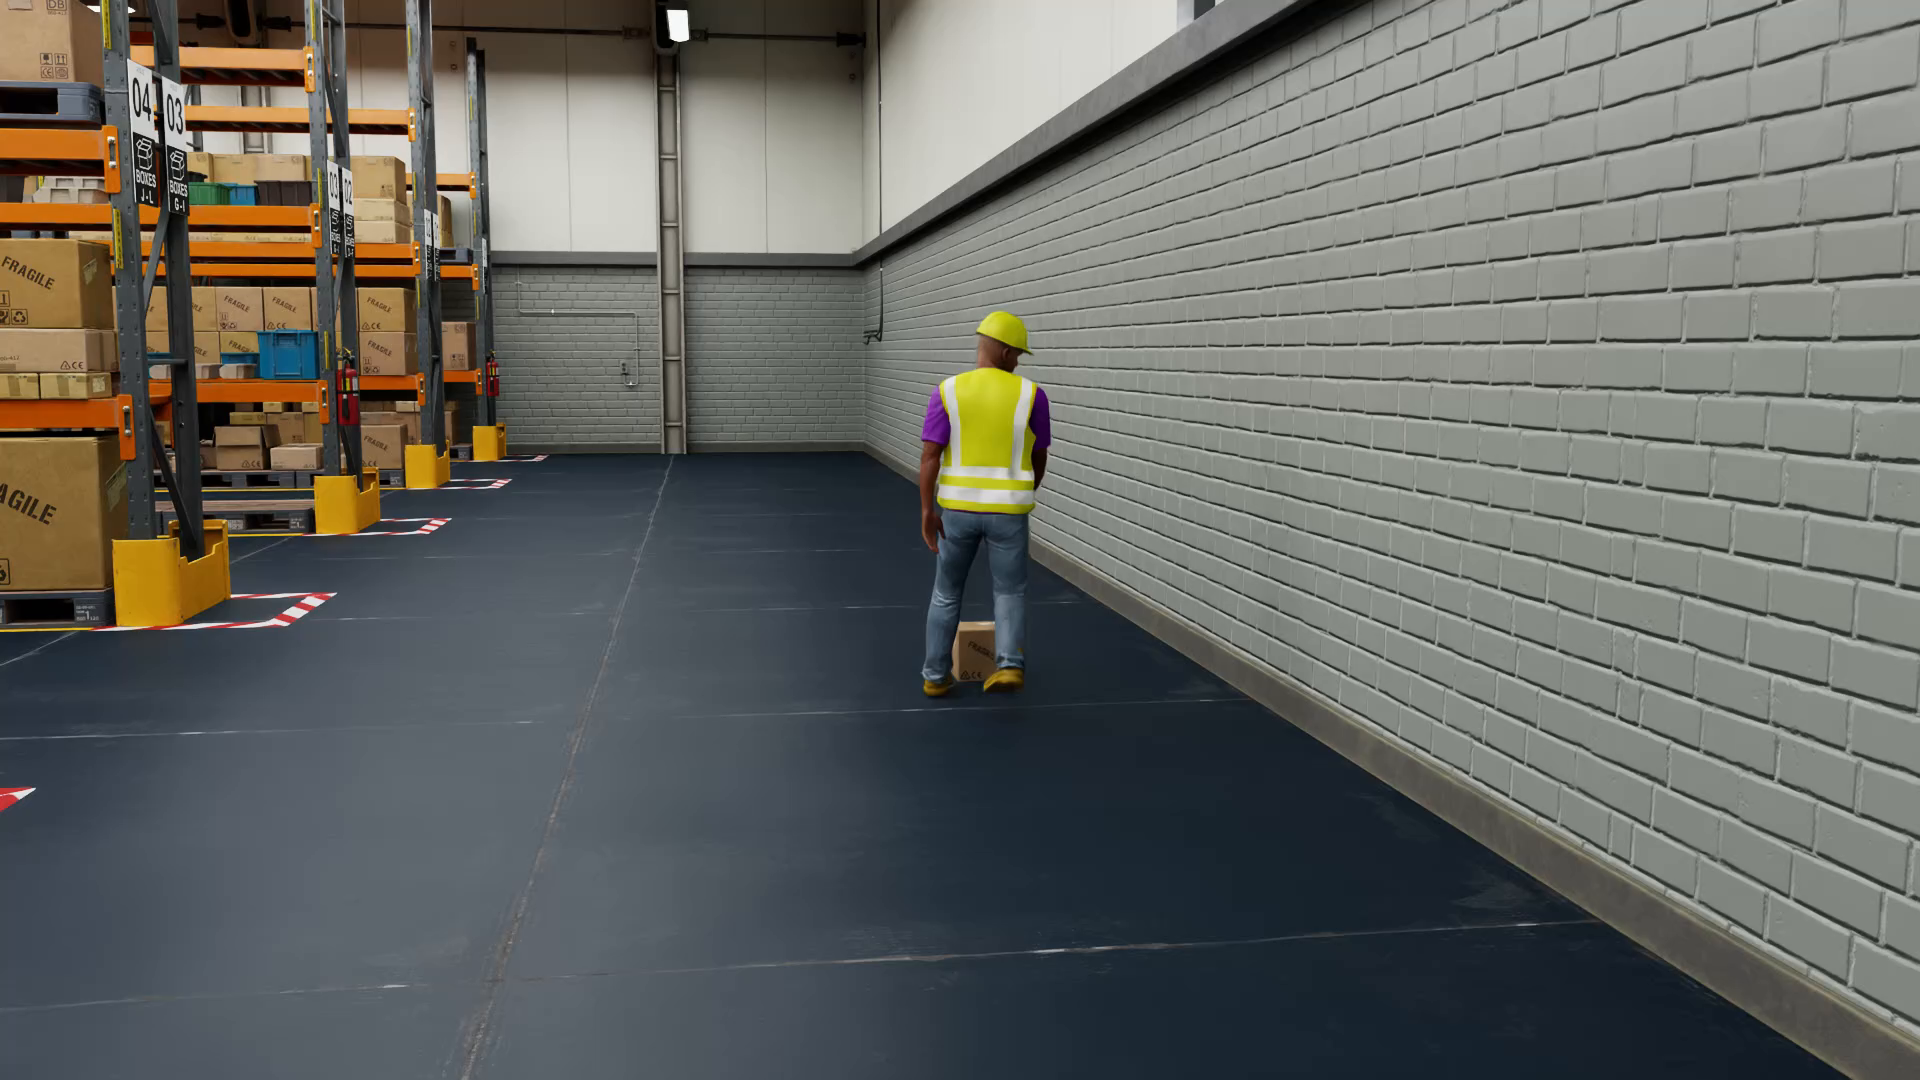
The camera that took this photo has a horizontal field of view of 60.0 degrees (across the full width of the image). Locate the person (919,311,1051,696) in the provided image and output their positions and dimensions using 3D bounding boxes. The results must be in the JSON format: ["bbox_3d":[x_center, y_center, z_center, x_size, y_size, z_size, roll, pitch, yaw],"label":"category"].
[{"bbox_3d":[0.106,-0.138,7.339,0.586,1.730,0.792,1,6,5],"label":"person"}]
